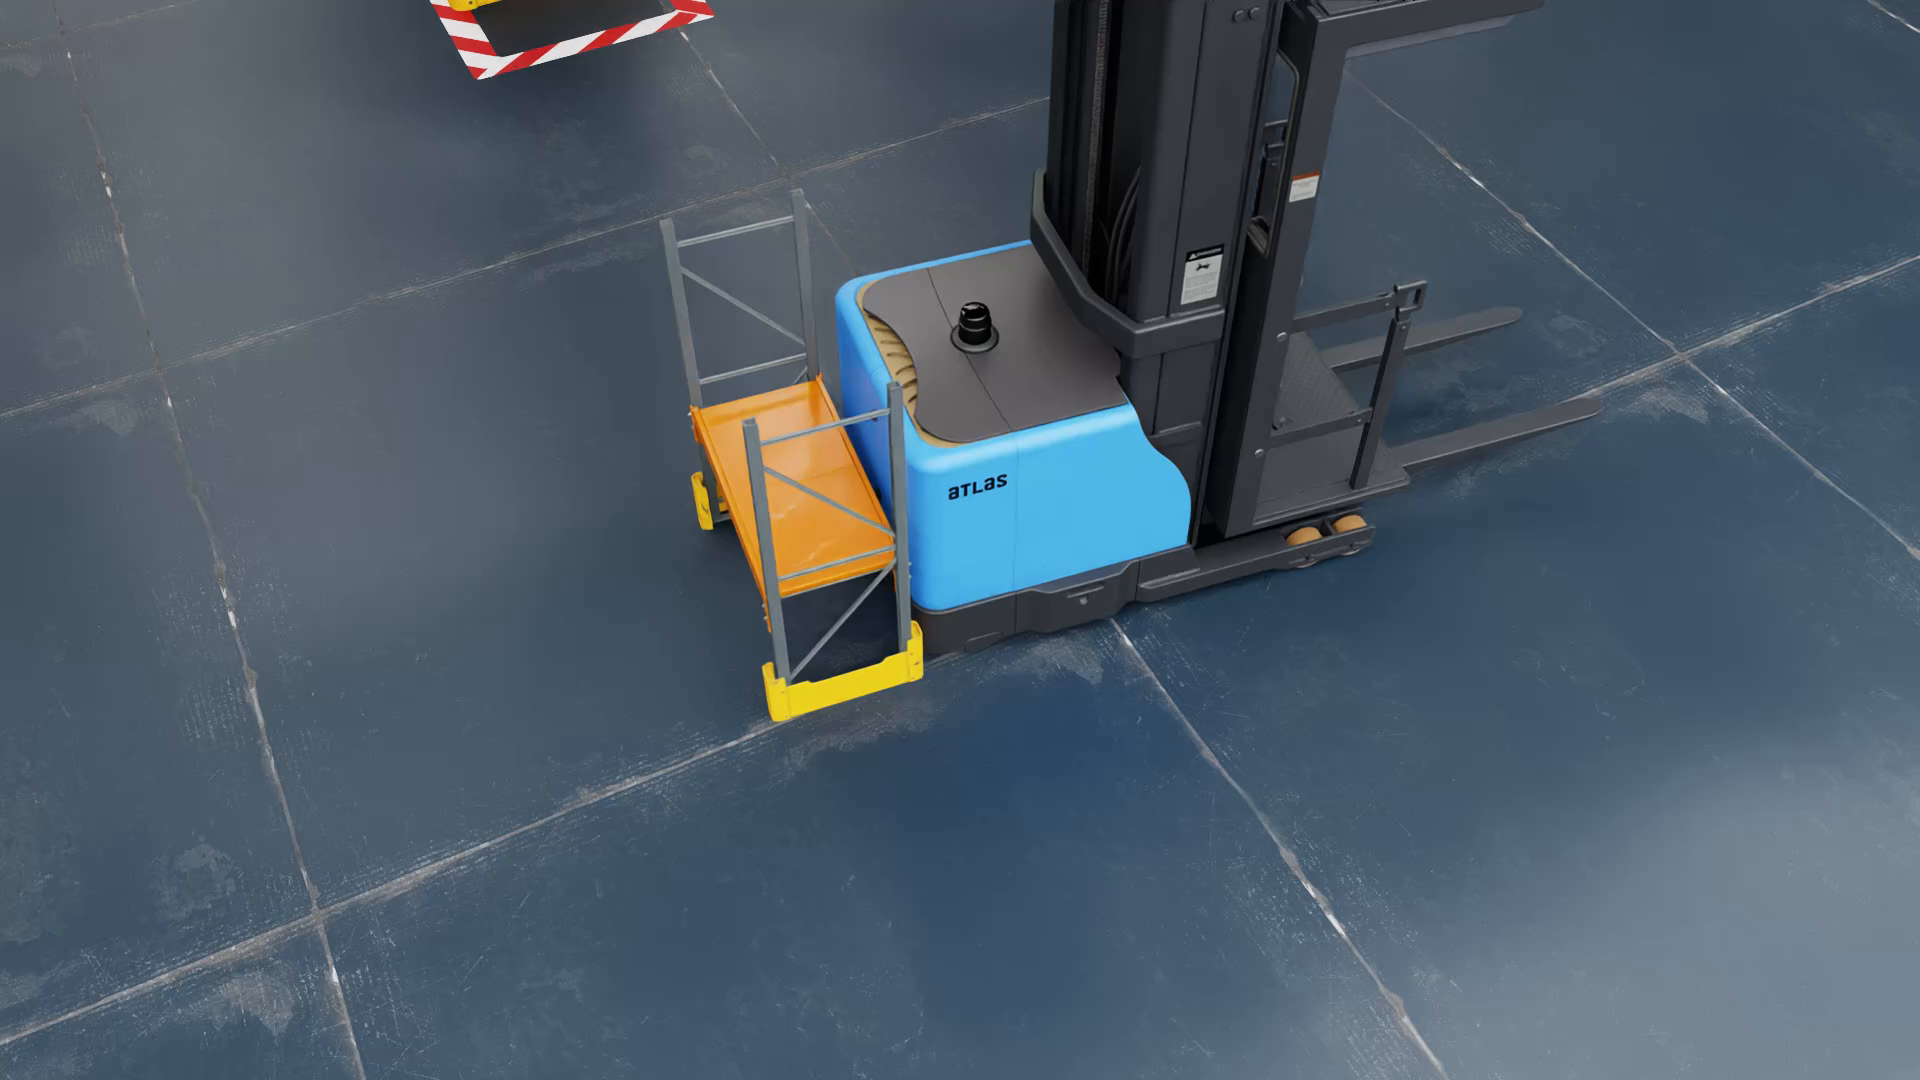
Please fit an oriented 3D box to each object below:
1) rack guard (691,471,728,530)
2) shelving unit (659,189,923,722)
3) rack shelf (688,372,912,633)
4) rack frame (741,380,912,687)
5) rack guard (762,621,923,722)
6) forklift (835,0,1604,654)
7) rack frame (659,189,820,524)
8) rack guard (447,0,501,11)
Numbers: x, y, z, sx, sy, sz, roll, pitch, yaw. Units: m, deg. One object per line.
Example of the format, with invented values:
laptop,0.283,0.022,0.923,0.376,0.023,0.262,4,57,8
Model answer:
rack guard,-0.772,-0.223,6.672,0.587,0.250,0.087,-16,51,-13
shelving unit,-0.596,-0.284,5.895,0.587,1.500,1.083,-16,51,-13
rack shelf,-0.593,-0.159,6.024,0.538,0.185,1.000,-16,51,-13
rack frame,-0.413,0.080,5.576,0.500,1.500,0.032,-16,51,-13
rack guard,-0.420,0.478,6.058,0.587,0.250,0.087,-16,51,-13
forklift,1.105,-1.220,5.762,3.031,2.935,1.130,-15,50,-13
rack frame,-0.773,-0.636,6.202,0.500,1.500,0.032,-16,51,-13
rack guard,-2.349,-3.390,9.275,1.175,0.500,0.348,-21,52,-18
